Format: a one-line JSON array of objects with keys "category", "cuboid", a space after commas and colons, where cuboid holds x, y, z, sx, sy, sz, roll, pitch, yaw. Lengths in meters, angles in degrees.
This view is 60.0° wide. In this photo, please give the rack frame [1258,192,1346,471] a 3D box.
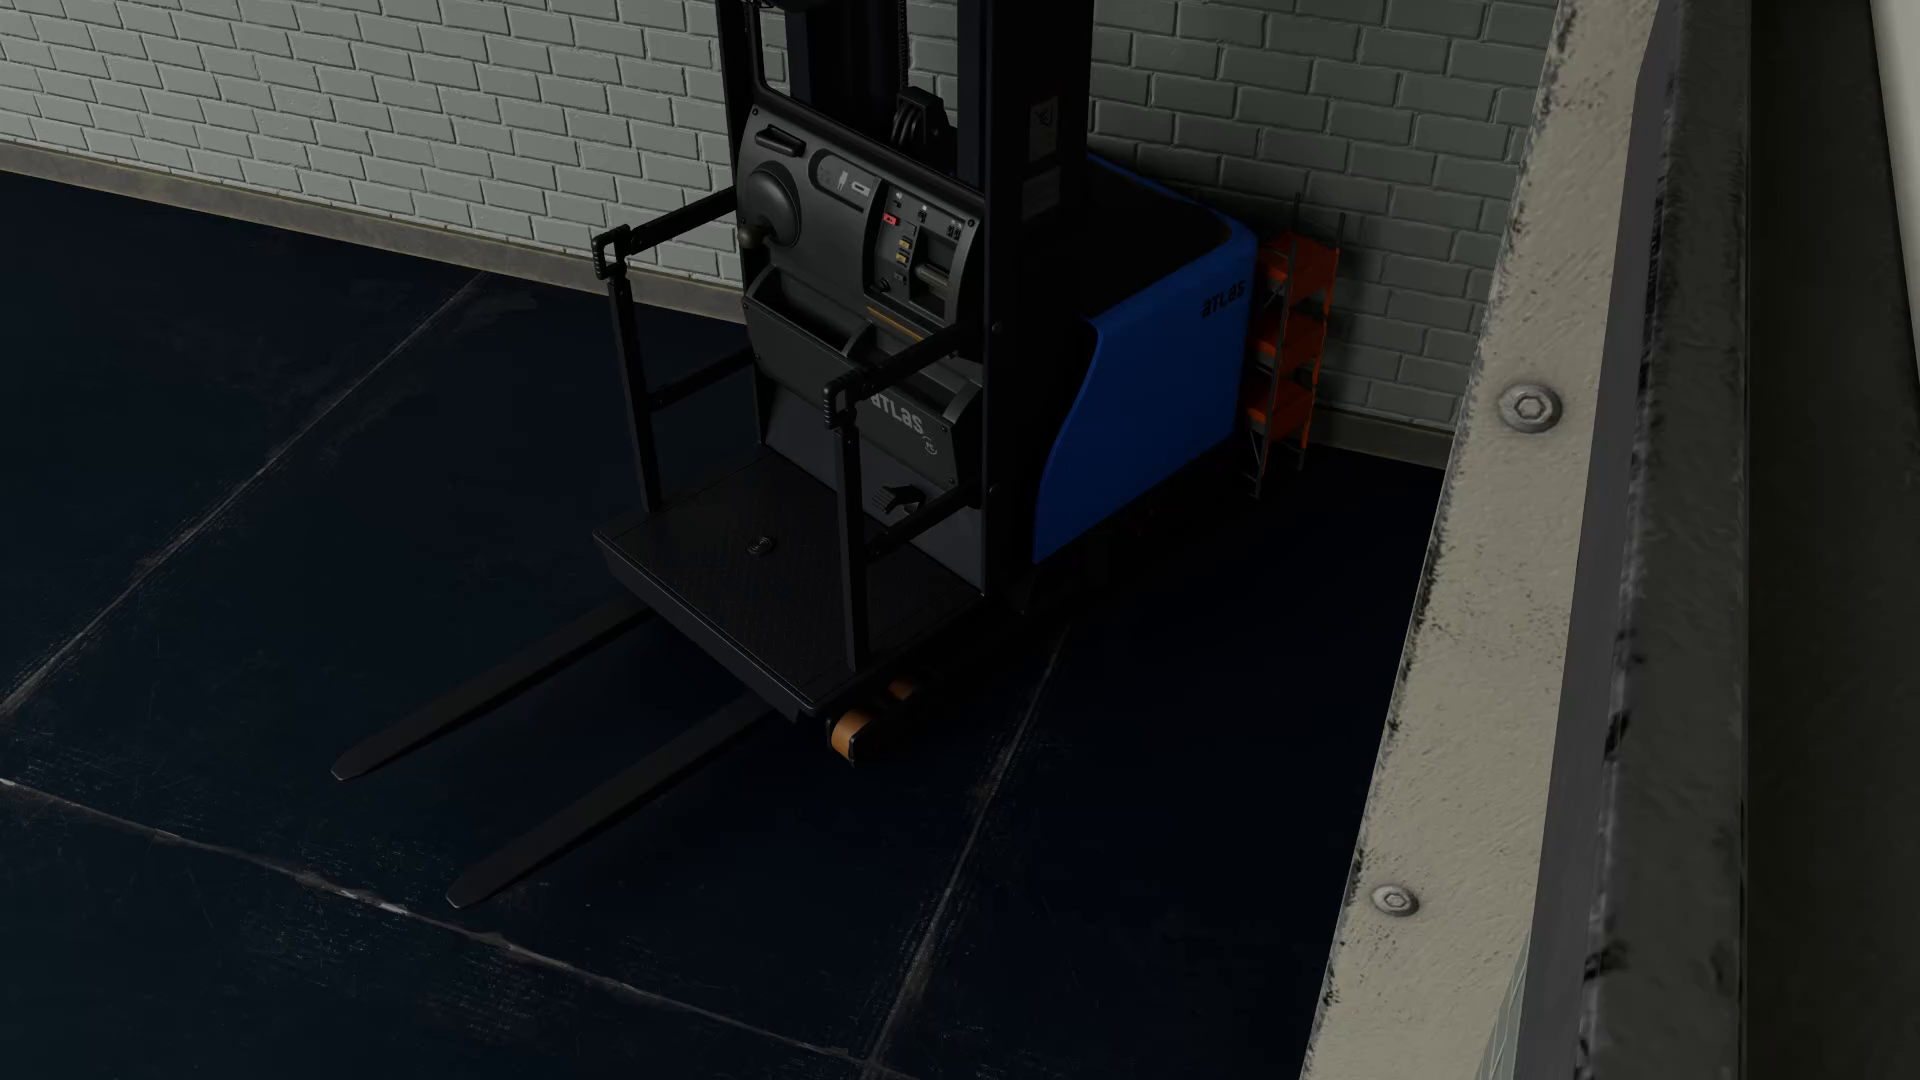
[{"category": "rack frame", "cuboid": [1.175, -0.700, 5.761, 0.008, 1.050, 0.200, -31, 49, -31]}]

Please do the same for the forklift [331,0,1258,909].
[{"category": "forklift", "cuboid": [-0.446, -0.833, 4.468, 3.031, 2.935, 1.130, -32, 50, -32]}]

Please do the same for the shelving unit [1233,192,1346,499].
[{"category": "shelving unit", "cuboid": [1.085, -0.646, 5.698, 0.252, 1.050, 0.215, -31, 49, -31]}]

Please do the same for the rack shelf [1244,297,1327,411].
[{"category": "rack shelf", "cuboid": [1.085, -0.638, 5.705, 0.240, 0.259, 0.215, -31, 49, -31]}]

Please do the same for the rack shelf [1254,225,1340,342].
[{"category": "rack shelf", "cuboid": [1.085, -0.854, 5.521, 0.240, 0.259, 0.215, -31, 49, -31]}]

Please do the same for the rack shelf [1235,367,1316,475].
[{"category": "rack shelf", "cuboid": [1.085, -0.426, 5.885, 0.240, 0.259, 0.215, -31, 49, -31]}]

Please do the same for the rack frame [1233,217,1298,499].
[{"category": "rack frame", "cuboid": [0.995, -0.592, 5.635, 0.008, 1.050, 0.200, -31, 49, -31]}]
